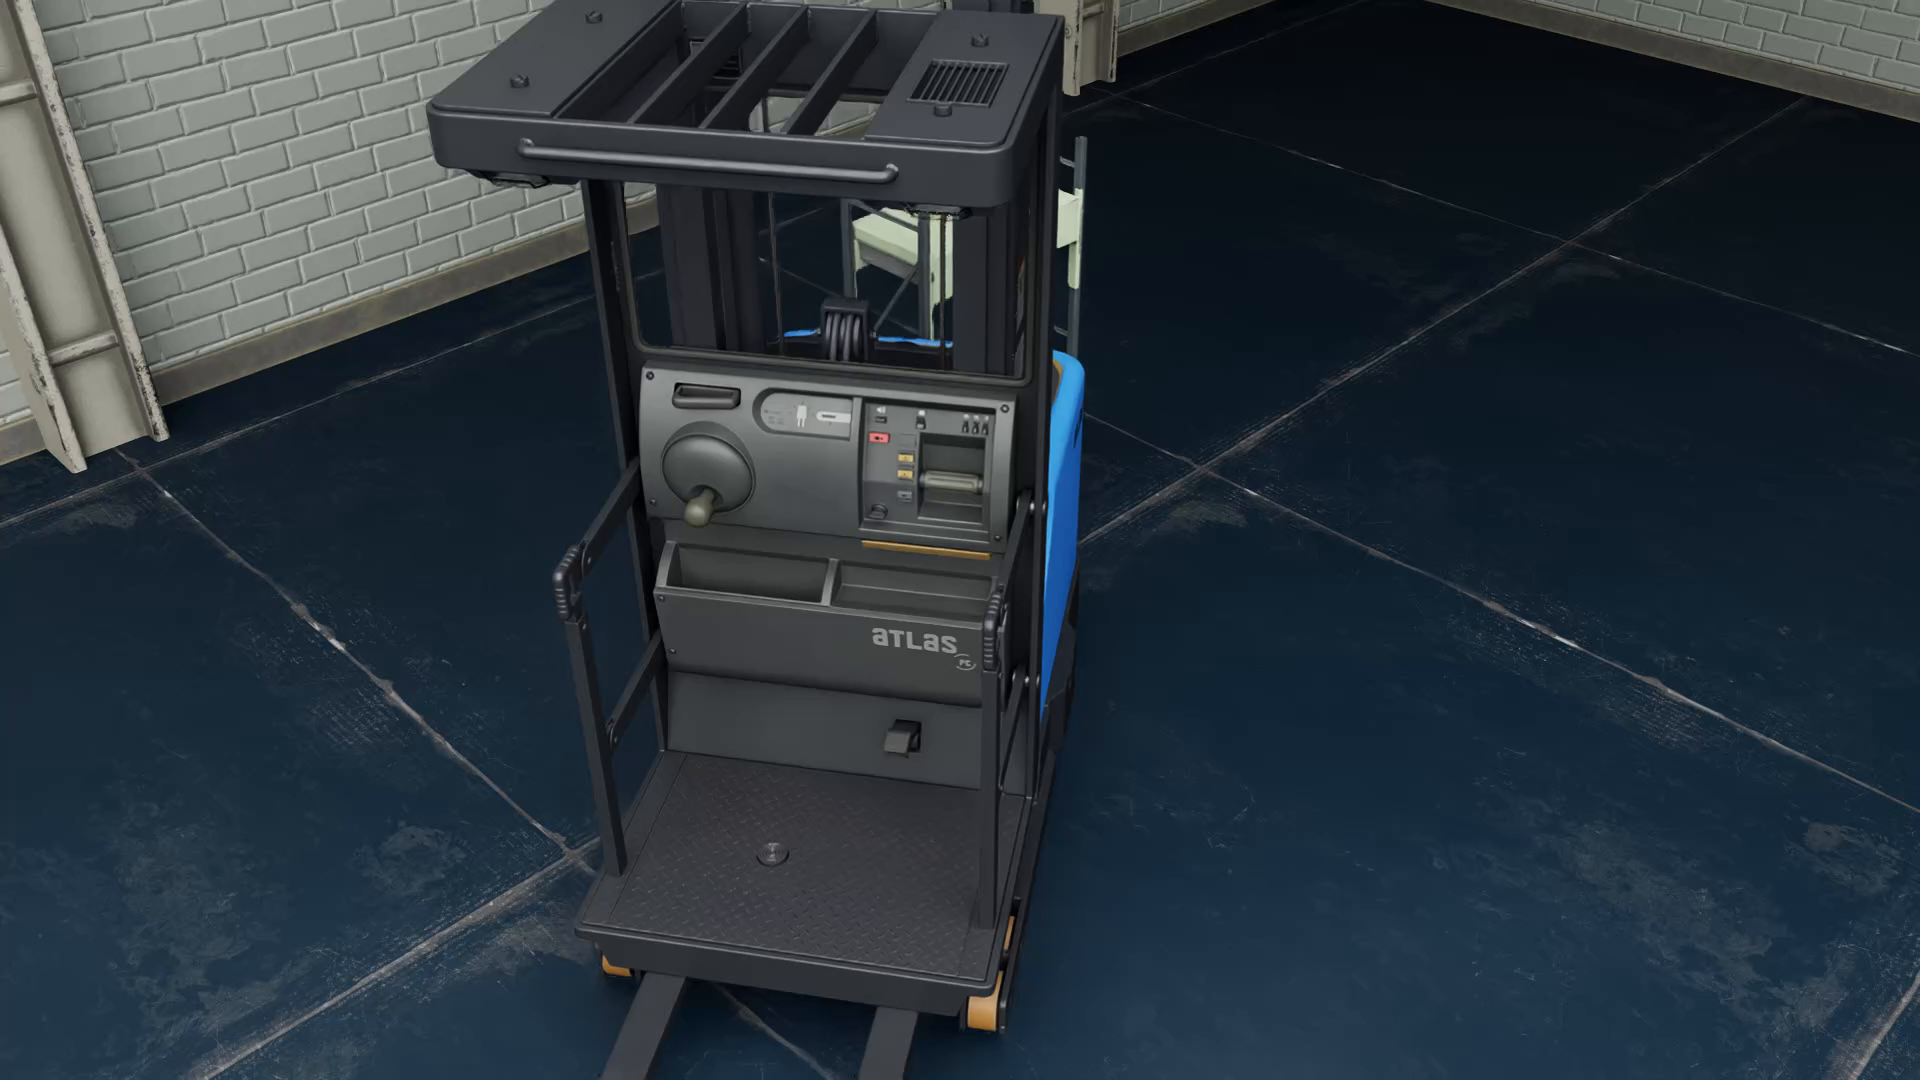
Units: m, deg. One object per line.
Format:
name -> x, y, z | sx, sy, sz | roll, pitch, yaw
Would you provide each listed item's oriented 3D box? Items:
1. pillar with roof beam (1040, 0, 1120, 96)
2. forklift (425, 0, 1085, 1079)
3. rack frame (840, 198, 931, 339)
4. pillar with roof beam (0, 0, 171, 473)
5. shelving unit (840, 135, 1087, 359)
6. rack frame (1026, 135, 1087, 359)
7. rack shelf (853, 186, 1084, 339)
pillar with roof beam -> 3.780, -4.798, 5.263 | 9.100, 9.000, 0.400 | 30, 45, 35
forklift -> -0.368, -0.137, 3.885 | 1.130, 2.935, 3.031 | 6, 35, 9
rack frame -> -0.241, -0.508, 5.667 | 0.023, 1.500, 0.400 | -30, 45, -35
pillar with roof beam -> -0.447, -2.362, 1.770 | 9.100, 9.000, 0.400 | 30, 45, 35
shelving unit -> 0.018, -0.656, 5.879 | 0.755, 1.500, 0.431 | -30, 45, -35
rack frame -> 0.277, -0.804, 6.091 | 0.023, 1.500, 0.400 | -30, 45, -35
rack shelf -> 0.018, -0.976, 5.656 | 0.720, 0.370, 0.431 | -30, 45, -35
